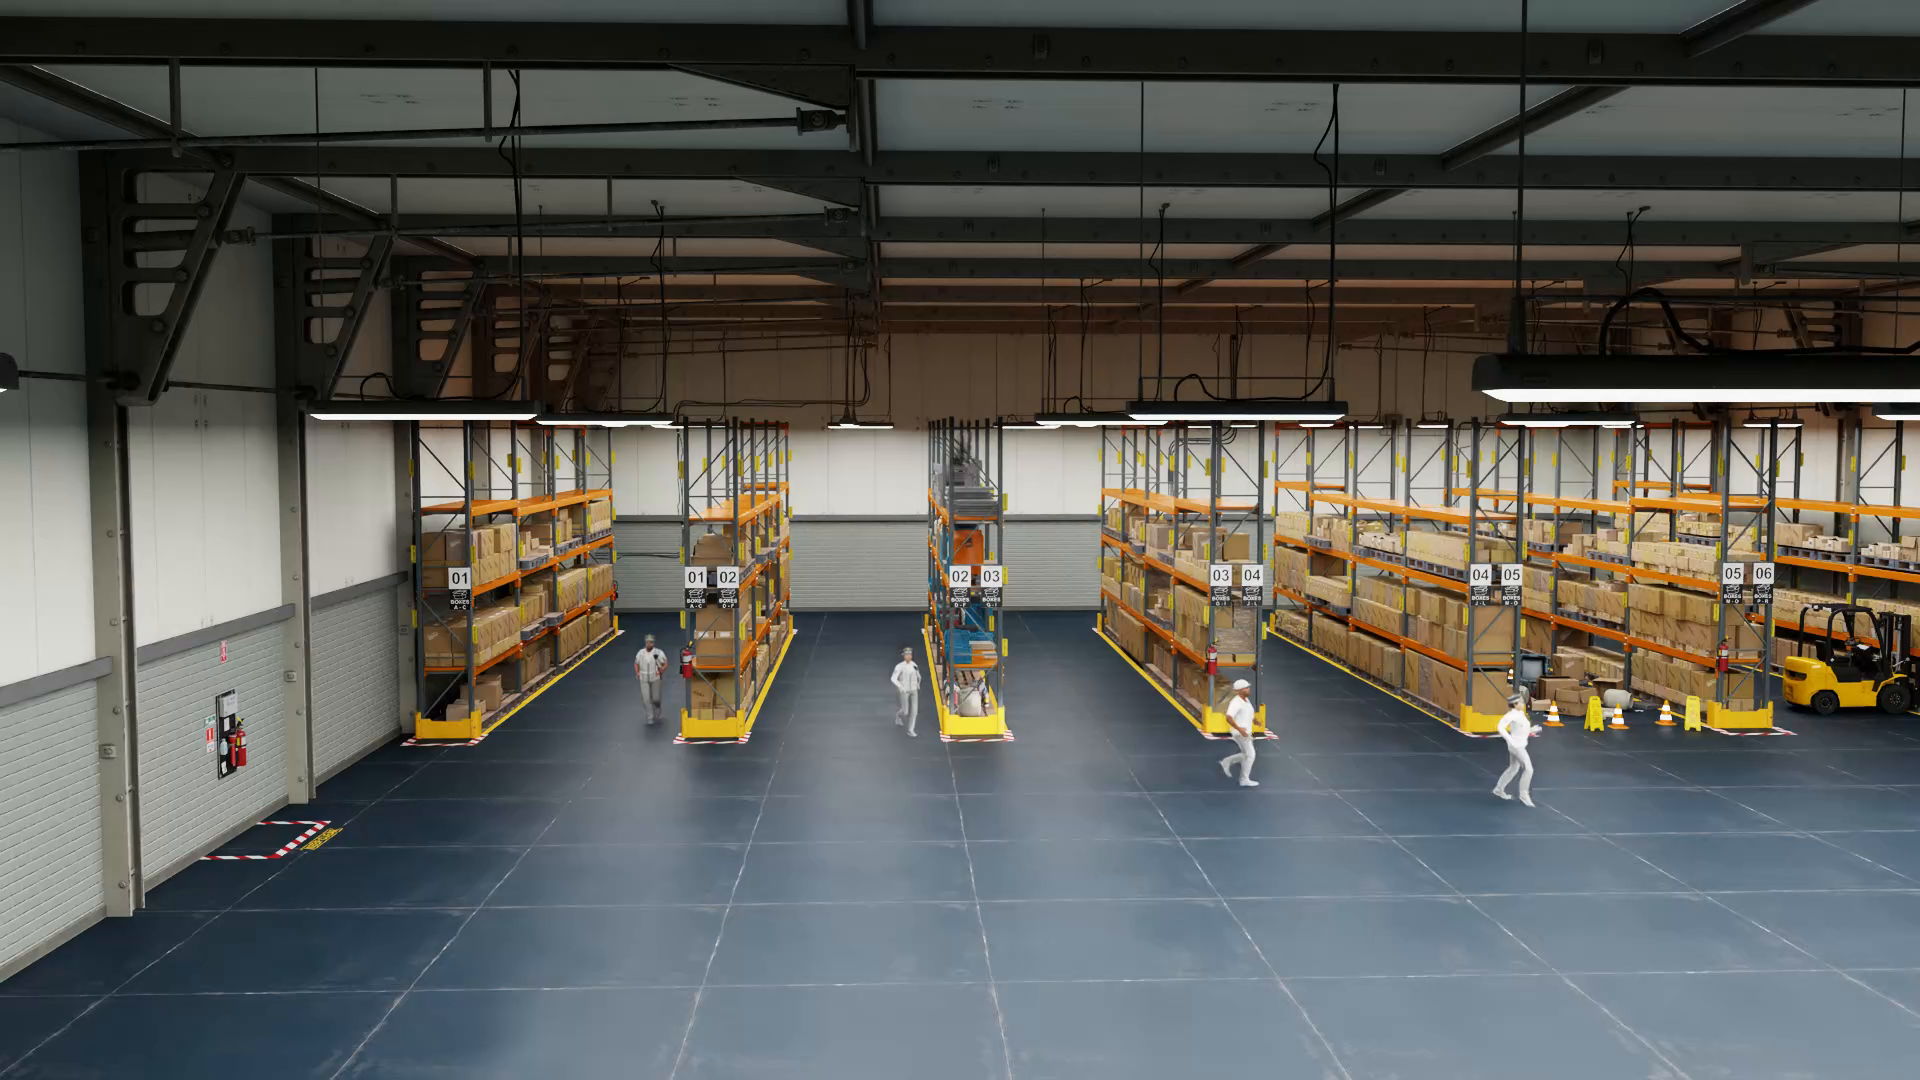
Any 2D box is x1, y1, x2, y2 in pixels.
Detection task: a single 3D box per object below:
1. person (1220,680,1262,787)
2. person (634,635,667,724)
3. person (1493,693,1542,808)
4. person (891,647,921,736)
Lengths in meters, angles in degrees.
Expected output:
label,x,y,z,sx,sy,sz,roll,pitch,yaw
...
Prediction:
label,x,y,z,sx,sy,sz,roll,pitch,yaw
person,4.503,3.107,26.839,0.671,1.727,0.692,2,4,25
person,-6.082,2.719,32.669,0.656,1.740,0.644,0,4,-2
person,8.540,3.211,25.506,0.709,1.752,0.593,2,4,28
person,-0.979,2.848,31.368,0.615,1.644,0.725,-2,4,-23
